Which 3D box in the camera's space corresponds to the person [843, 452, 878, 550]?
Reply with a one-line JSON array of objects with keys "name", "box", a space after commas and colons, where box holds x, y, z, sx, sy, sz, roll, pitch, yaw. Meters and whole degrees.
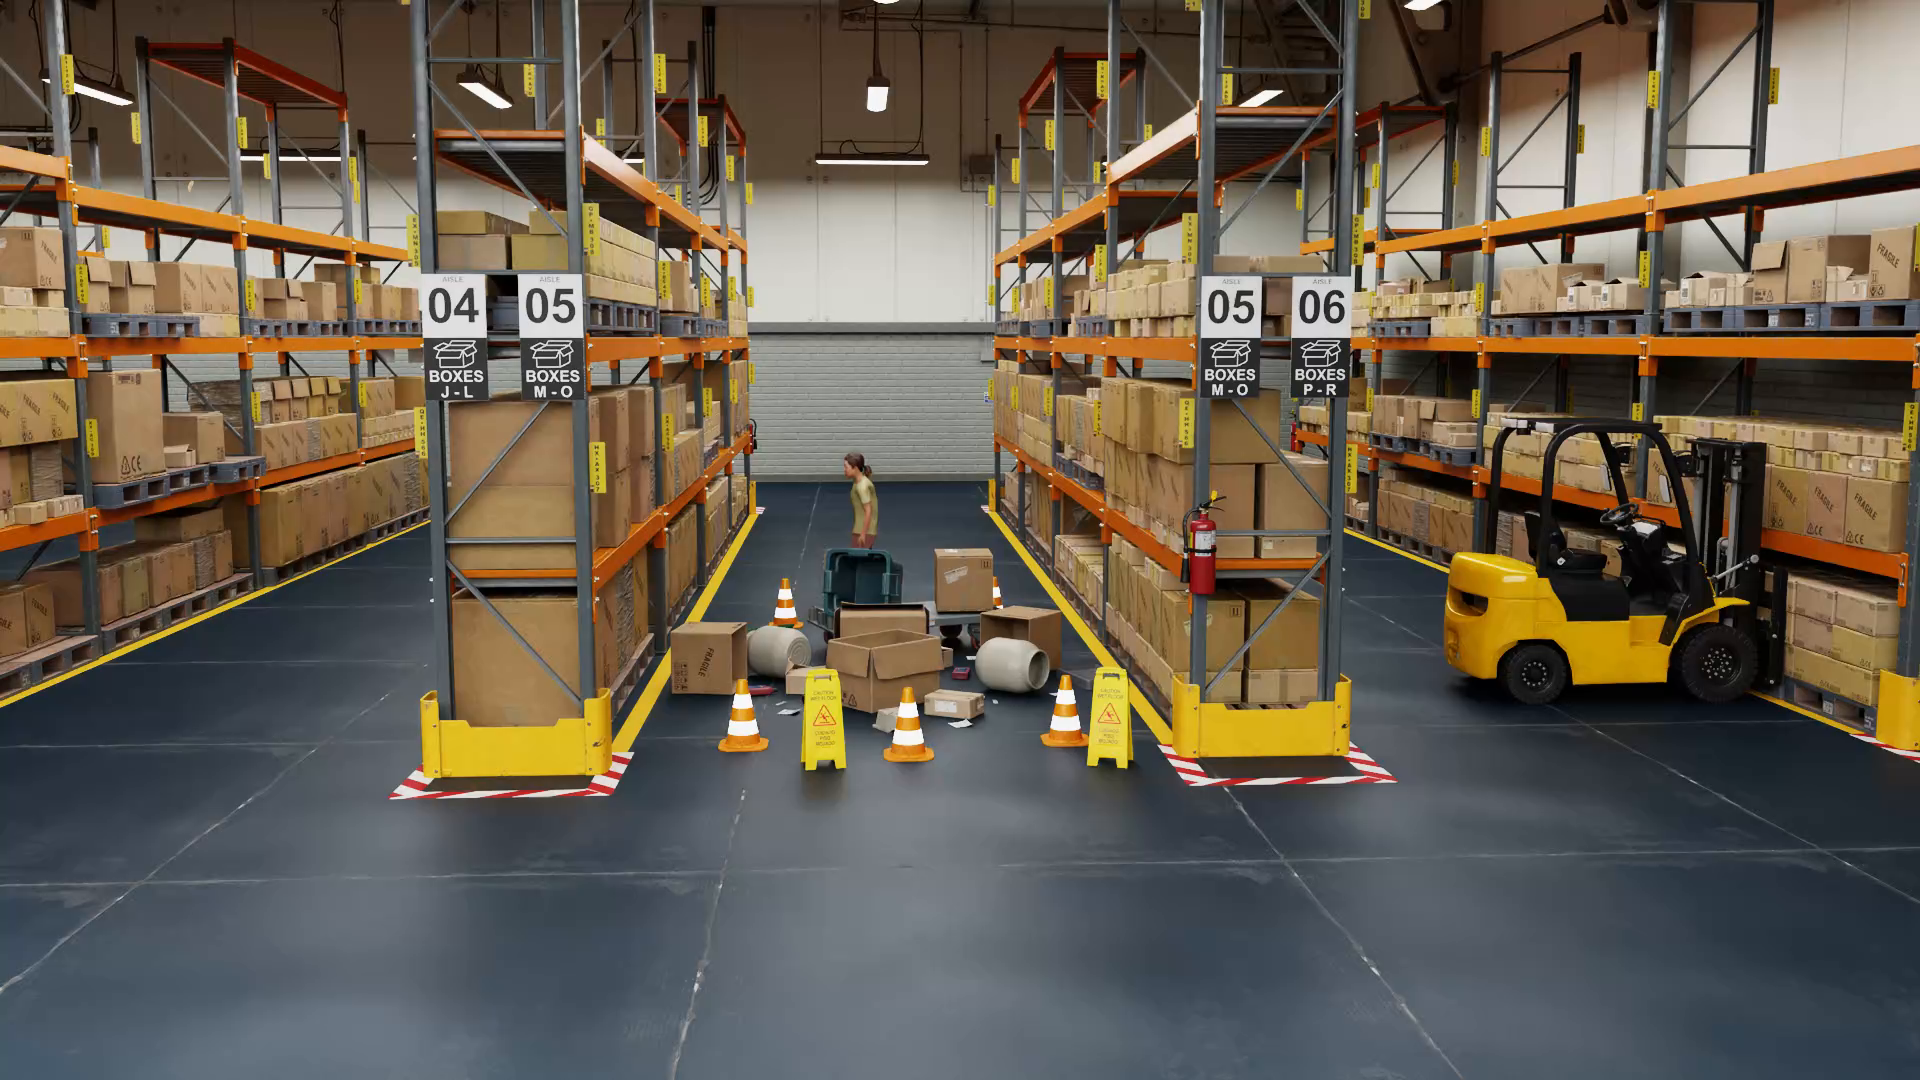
[{"name": "person", "box": [-1.028, -0.047, 16.650, 0.416, 1.671, 0.502, -1, 7, -6]}]
